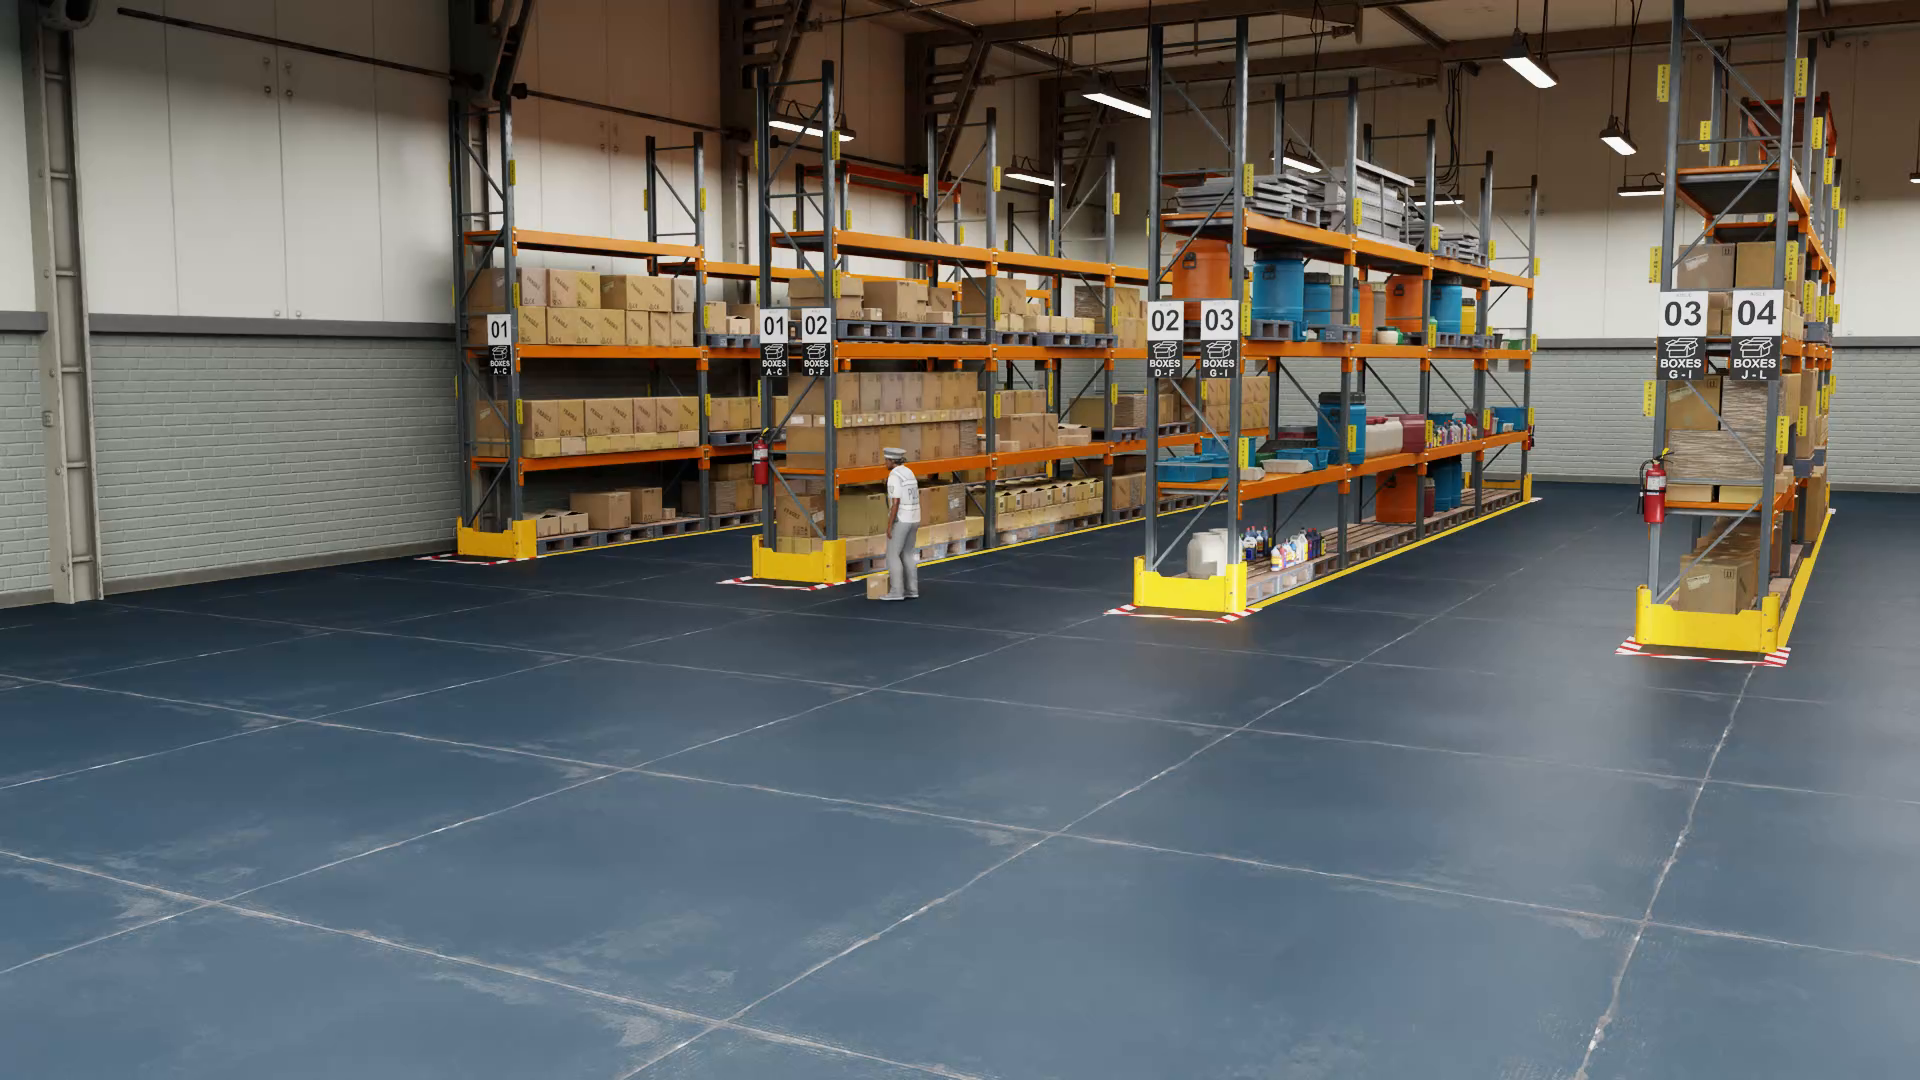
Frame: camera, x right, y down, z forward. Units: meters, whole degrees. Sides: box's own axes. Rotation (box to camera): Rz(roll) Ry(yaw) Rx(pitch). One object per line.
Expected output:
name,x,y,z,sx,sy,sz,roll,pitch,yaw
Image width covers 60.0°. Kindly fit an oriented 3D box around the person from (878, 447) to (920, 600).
person,-0.651,-0.179,18.040,0.423,1.663,0.532,3,7,25
